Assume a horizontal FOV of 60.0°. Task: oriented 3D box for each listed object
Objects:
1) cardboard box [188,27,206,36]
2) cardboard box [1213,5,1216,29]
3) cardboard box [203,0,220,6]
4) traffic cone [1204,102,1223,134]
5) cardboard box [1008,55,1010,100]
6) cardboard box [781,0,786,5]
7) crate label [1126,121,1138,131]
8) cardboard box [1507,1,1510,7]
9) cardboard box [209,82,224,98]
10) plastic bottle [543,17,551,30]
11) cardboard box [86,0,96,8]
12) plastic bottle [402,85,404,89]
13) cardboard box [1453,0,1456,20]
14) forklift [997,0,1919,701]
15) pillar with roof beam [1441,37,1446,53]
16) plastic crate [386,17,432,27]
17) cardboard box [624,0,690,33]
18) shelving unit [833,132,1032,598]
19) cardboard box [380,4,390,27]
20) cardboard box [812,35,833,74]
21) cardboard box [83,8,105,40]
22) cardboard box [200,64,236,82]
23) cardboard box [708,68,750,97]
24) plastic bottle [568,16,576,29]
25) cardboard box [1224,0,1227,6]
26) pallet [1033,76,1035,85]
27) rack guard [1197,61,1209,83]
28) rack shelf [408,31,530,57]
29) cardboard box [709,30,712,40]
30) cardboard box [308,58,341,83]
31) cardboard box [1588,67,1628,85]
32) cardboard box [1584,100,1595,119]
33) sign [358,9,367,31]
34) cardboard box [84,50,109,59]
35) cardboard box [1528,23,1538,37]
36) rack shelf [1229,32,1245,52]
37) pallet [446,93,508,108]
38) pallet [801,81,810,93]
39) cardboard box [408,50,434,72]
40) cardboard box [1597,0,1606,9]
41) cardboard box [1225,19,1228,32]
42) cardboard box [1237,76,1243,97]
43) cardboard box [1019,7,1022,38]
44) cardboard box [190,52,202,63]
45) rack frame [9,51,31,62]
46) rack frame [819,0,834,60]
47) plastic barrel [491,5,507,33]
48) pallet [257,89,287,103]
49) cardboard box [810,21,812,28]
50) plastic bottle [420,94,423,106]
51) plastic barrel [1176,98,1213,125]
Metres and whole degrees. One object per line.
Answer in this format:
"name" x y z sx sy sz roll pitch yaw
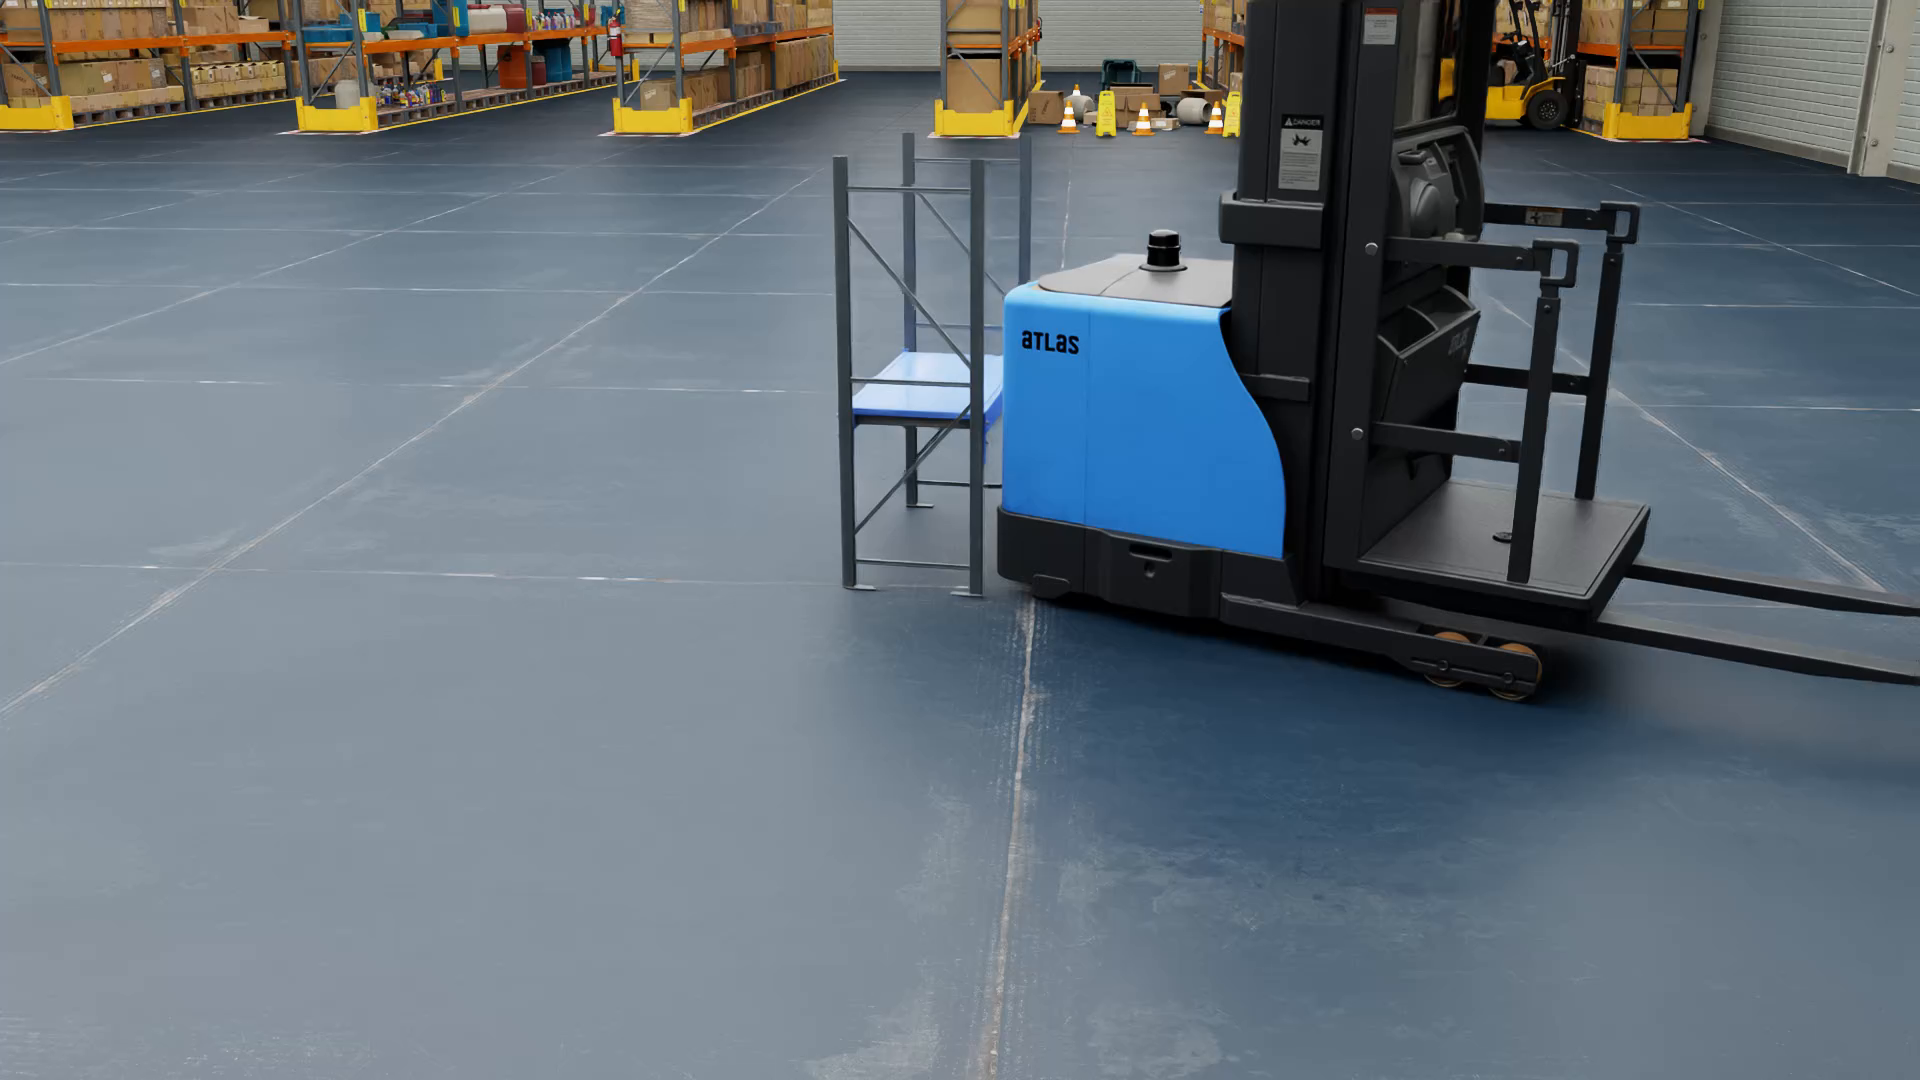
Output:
"cardboard box" -14.051 -9.317 30.444 0.380 0.149 0.250 1 18 4
"cardboard box" 5.799 -11.404 36.249 0.500 0.500 0.500 1 18 4
"cardboard box" -18.467 -12.760 40.065 0.980 0.700 0.700 1 18 3
"traffic cone" 3.904 -6.437 25.324 0.336 0.463 0.334 1 18 4
"cardboard box" 0.388 -7.798 28.141 0.875 0.875 0.875 2 18 5
"cardboard box" -3.991 -11.348 34.465 0.797 0.503 0.637 2 18 6
"crate label" 2.767 -6.447 25.878 0.250 0.136 0.298 -9 20 -25
"cardboard box" 10.358 -9.955 30.785 0.380 0.149 0.250 2 18 5
"cardboard box" -14.004 -8.337 30.791 0.500 0.250 0.500 2 18 5
"plastic bottle" -8.638 -10.795 34.751 0.152 0.276 0.135 1 18 4
"cardboard box" -14.290 -8.717 27.007 0.380 0.149 0.250 1 18 2
"plastic bottle" -9.727 -7.780 29.005 0.061 0.283 0.133 1 18 4
"cardboard box" 10.714 -11.199 34.949 0.700 0.500 0.500 2 18 5
"forklift" 1.663 -1.103 5.082 3.031 2.935 1.130 10 21 29
"pillar with roof beam" 8.057 -16.104 41.118 9.100 9.000 0.400 1 18 4
"plastic crate" -9.542 -8.865 28.760 0.767 0.338 0.504 1 18 4
"cardboard box" -4.657 -8.060 25.566 0.875 0.500 0.500 1 18 4
"shelving unit" -0.071 -0.684 6.102 0.538 1.500 1.048 3 18 10
"cardboard box" -13.403 -12.009 38.096 0.500 0.500 0.500 2 18 5
"cardboard box" -3.543 -11.660 39.928 0.875 0.875 0.875 1 18 4
"cardboard box" -14.484 -8.433 27.182 0.700 0.500 0.500 1 18 4
"cardboard box" -13.963 -8.764 31.193 0.500 0.311 0.500 1 18 2
"cardboard box" -4.279 -8.476 30.783 0.700 0.500 0.500 0 18 -1
"plastic bottle" -8.510 -11.350 36.444 0.152 0.276 0.135 1 18 4
"cardboard box" 5.581 -10.967 33.310 0.500 0.500 0.500 1 18 4
"pallet" 1.264 -10.928 39.435 1.003 0.211 1.213 1 18 4
"rack guard" 6.309 -11.269 40.011 1.175 0.500 0.348 1 18 4
"rack shelf" -9.234 -9.333 31.245 1.077 0.370 4.000 1 18 4
"cardboard box" -4.282 -8.285 27.295 0.380 0.149 0.250 1 18 4
"cardboard box" -13.609 -10.045 35.569 0.500 0.500 0.500 1 18 2
"cardboard box" 9.864 -7.047 25.248 0.500 0.250 0.500 2 18 5
"cardboard box" 9.875 -6.571 25.399 0.500 0.250 0.500 1 18 4
"sign" -9.116 -7.930 25.362 0.100 0.325 0.005 1 18 4
"cardboard box" -18.720 -10.193 35.491 0.750 0.750 0.750 1 18 4
"cardboard box" 10.204 -8.860 28.886 0.500 0.250 0.500 1 18 4
"rack shelf" 5.590 -9.002 30.233 1.077 0.370 4.000 1 18 4
"pallet" -9.275 -8.354 31.578 1.003 0.211 1.213 1 18 4
"pallet" -3.844 -9.862 36.181 1.003 0.211 1.213 1 18 4
"cardboard box" -13.251 -11.740 40.741 0.500 0.500 0.500 1 18 4
"cardboard box" 9.926 -8.160 25.307 0.380 0.149 0.250 1 18 2
"cardboard box" 5.532 -10.215 33.022 0.500 0.250 0.500 2 18 5
"cardboard box" 5.578 -8.275 30.407 0.950 0.372 0.625 2 18 6
"cardboard box" 0.809 -9.006 28.931 0.500 0.500 0.500 1 18 5
"cardboard box" -18.452 -11.317 39.483 0.700 0.500 0.500 2 18 5
"rack frame" -18.973 -10.518 33.704 1.000 3.000 0.127 1 18 4
"rack frame" -3.577 -12.671 40.274 1.000 3.000 0.127 1 18 4
"plastic barrel" -8.952 -10.025 32.022 0.421 0.512 0.421 0 18 0
"pallet" -14.129 -8.828 33.026 1.003 0.211 1.213 1 18 4
"cardboard box" -3.492 -11.475 37.029 0.380 0.149 0.250 1 18 2
"plastic bottle" -9.170 -7.479 28.219 0.097 0.201 0.097 0 18 0
"plastic barrel" 3.798 -6.931 26.896 0.512 0.421 0.421 17 25 41
